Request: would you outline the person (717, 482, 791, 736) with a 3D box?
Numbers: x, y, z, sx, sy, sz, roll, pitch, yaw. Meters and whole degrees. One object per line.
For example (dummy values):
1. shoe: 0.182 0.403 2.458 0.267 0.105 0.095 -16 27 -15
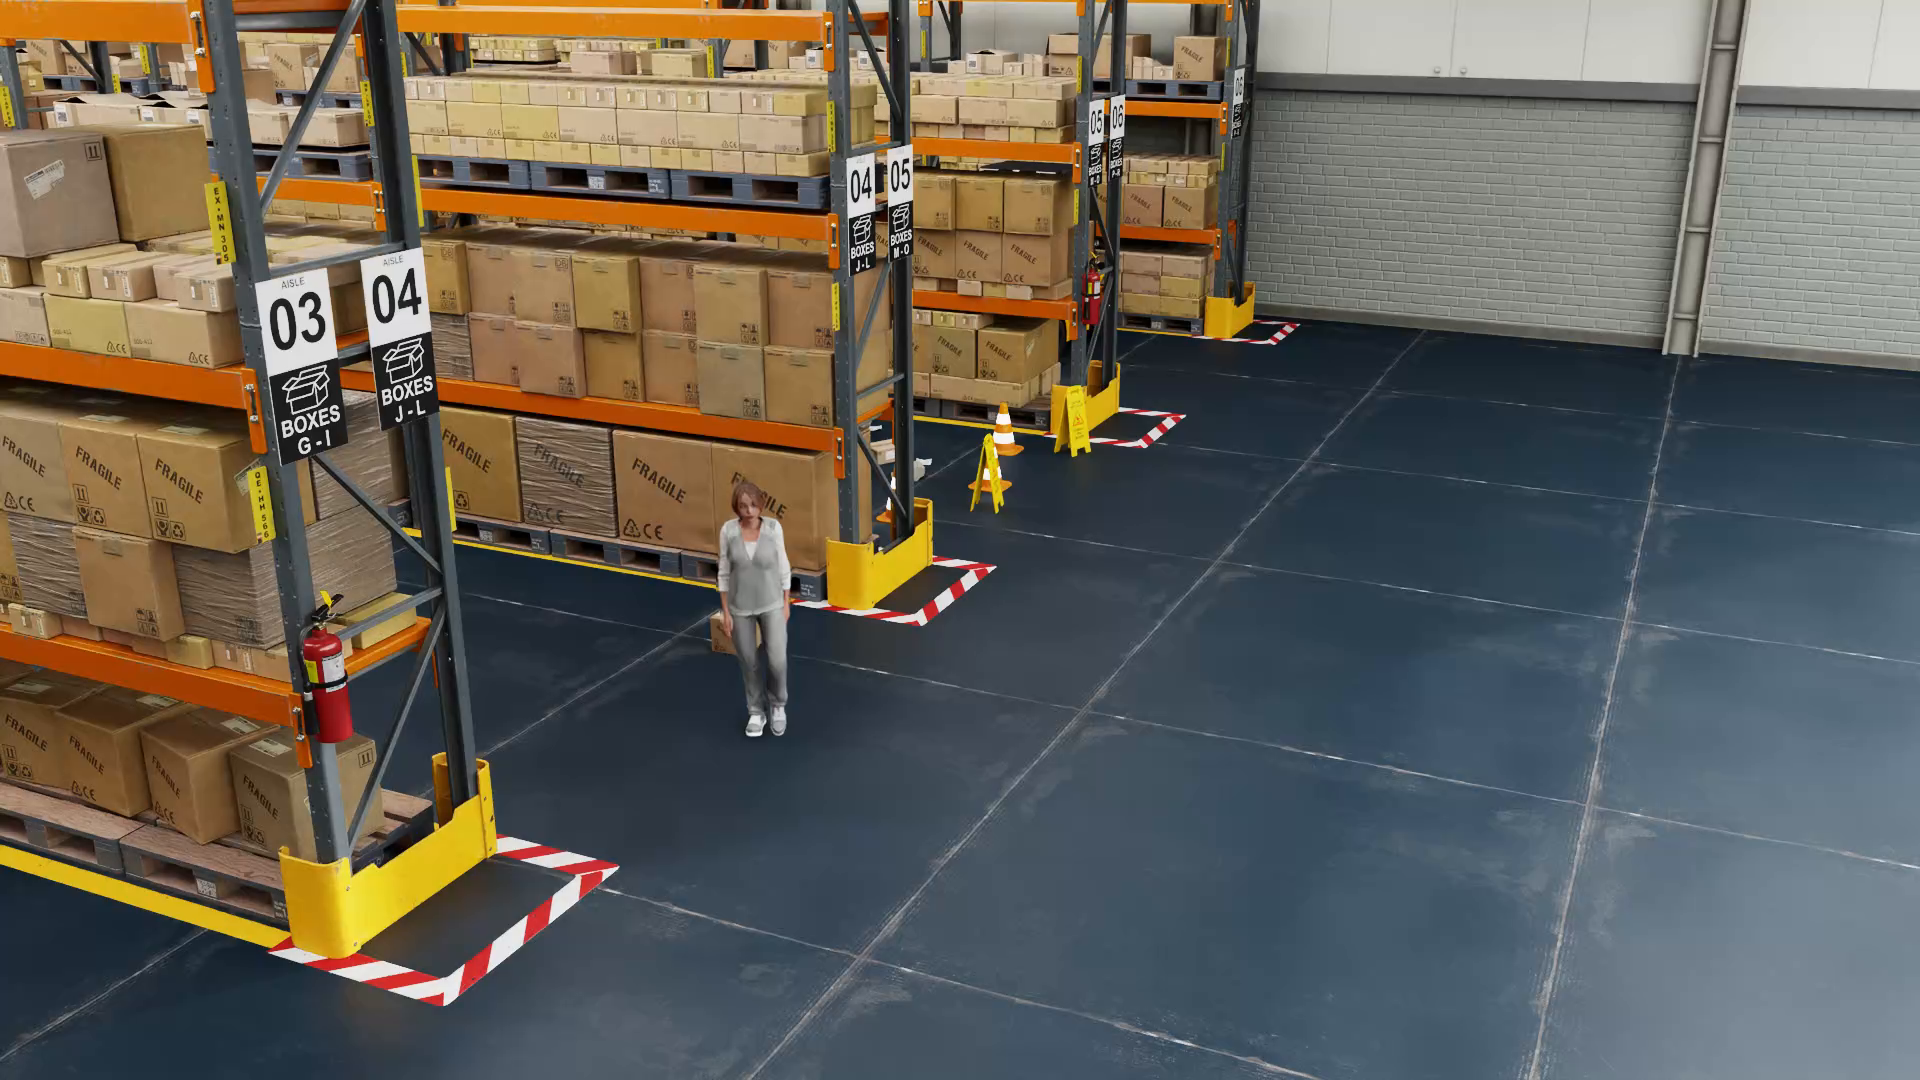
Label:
1. person: -1.205 0.427 9.803 0.422 1.604 0.411 -1 19 -2
